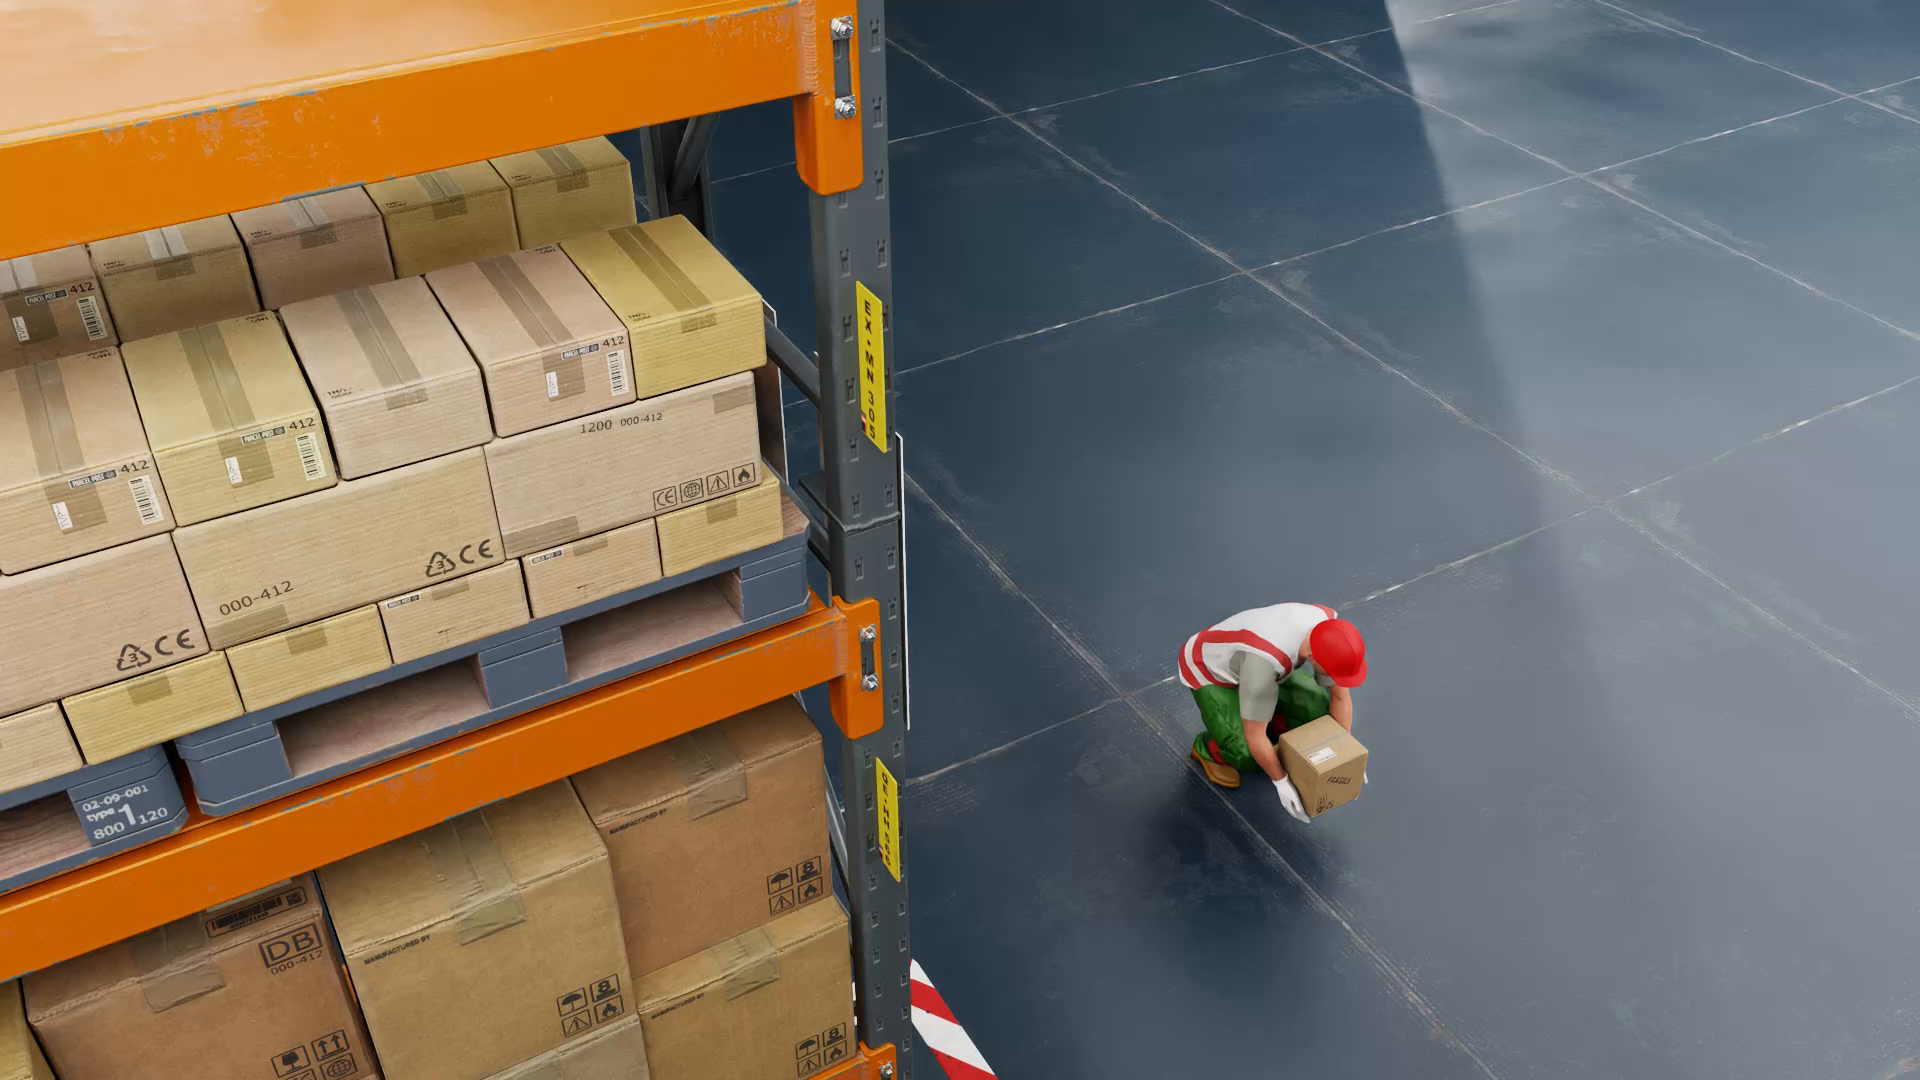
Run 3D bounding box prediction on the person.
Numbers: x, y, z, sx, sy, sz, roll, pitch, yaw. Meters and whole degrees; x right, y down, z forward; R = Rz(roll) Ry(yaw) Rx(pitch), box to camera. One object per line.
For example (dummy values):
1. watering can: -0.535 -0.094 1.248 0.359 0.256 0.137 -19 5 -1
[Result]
1. person: 1.282 0.598 6.774 0.568 0.995 0.860 -19 40 -24
